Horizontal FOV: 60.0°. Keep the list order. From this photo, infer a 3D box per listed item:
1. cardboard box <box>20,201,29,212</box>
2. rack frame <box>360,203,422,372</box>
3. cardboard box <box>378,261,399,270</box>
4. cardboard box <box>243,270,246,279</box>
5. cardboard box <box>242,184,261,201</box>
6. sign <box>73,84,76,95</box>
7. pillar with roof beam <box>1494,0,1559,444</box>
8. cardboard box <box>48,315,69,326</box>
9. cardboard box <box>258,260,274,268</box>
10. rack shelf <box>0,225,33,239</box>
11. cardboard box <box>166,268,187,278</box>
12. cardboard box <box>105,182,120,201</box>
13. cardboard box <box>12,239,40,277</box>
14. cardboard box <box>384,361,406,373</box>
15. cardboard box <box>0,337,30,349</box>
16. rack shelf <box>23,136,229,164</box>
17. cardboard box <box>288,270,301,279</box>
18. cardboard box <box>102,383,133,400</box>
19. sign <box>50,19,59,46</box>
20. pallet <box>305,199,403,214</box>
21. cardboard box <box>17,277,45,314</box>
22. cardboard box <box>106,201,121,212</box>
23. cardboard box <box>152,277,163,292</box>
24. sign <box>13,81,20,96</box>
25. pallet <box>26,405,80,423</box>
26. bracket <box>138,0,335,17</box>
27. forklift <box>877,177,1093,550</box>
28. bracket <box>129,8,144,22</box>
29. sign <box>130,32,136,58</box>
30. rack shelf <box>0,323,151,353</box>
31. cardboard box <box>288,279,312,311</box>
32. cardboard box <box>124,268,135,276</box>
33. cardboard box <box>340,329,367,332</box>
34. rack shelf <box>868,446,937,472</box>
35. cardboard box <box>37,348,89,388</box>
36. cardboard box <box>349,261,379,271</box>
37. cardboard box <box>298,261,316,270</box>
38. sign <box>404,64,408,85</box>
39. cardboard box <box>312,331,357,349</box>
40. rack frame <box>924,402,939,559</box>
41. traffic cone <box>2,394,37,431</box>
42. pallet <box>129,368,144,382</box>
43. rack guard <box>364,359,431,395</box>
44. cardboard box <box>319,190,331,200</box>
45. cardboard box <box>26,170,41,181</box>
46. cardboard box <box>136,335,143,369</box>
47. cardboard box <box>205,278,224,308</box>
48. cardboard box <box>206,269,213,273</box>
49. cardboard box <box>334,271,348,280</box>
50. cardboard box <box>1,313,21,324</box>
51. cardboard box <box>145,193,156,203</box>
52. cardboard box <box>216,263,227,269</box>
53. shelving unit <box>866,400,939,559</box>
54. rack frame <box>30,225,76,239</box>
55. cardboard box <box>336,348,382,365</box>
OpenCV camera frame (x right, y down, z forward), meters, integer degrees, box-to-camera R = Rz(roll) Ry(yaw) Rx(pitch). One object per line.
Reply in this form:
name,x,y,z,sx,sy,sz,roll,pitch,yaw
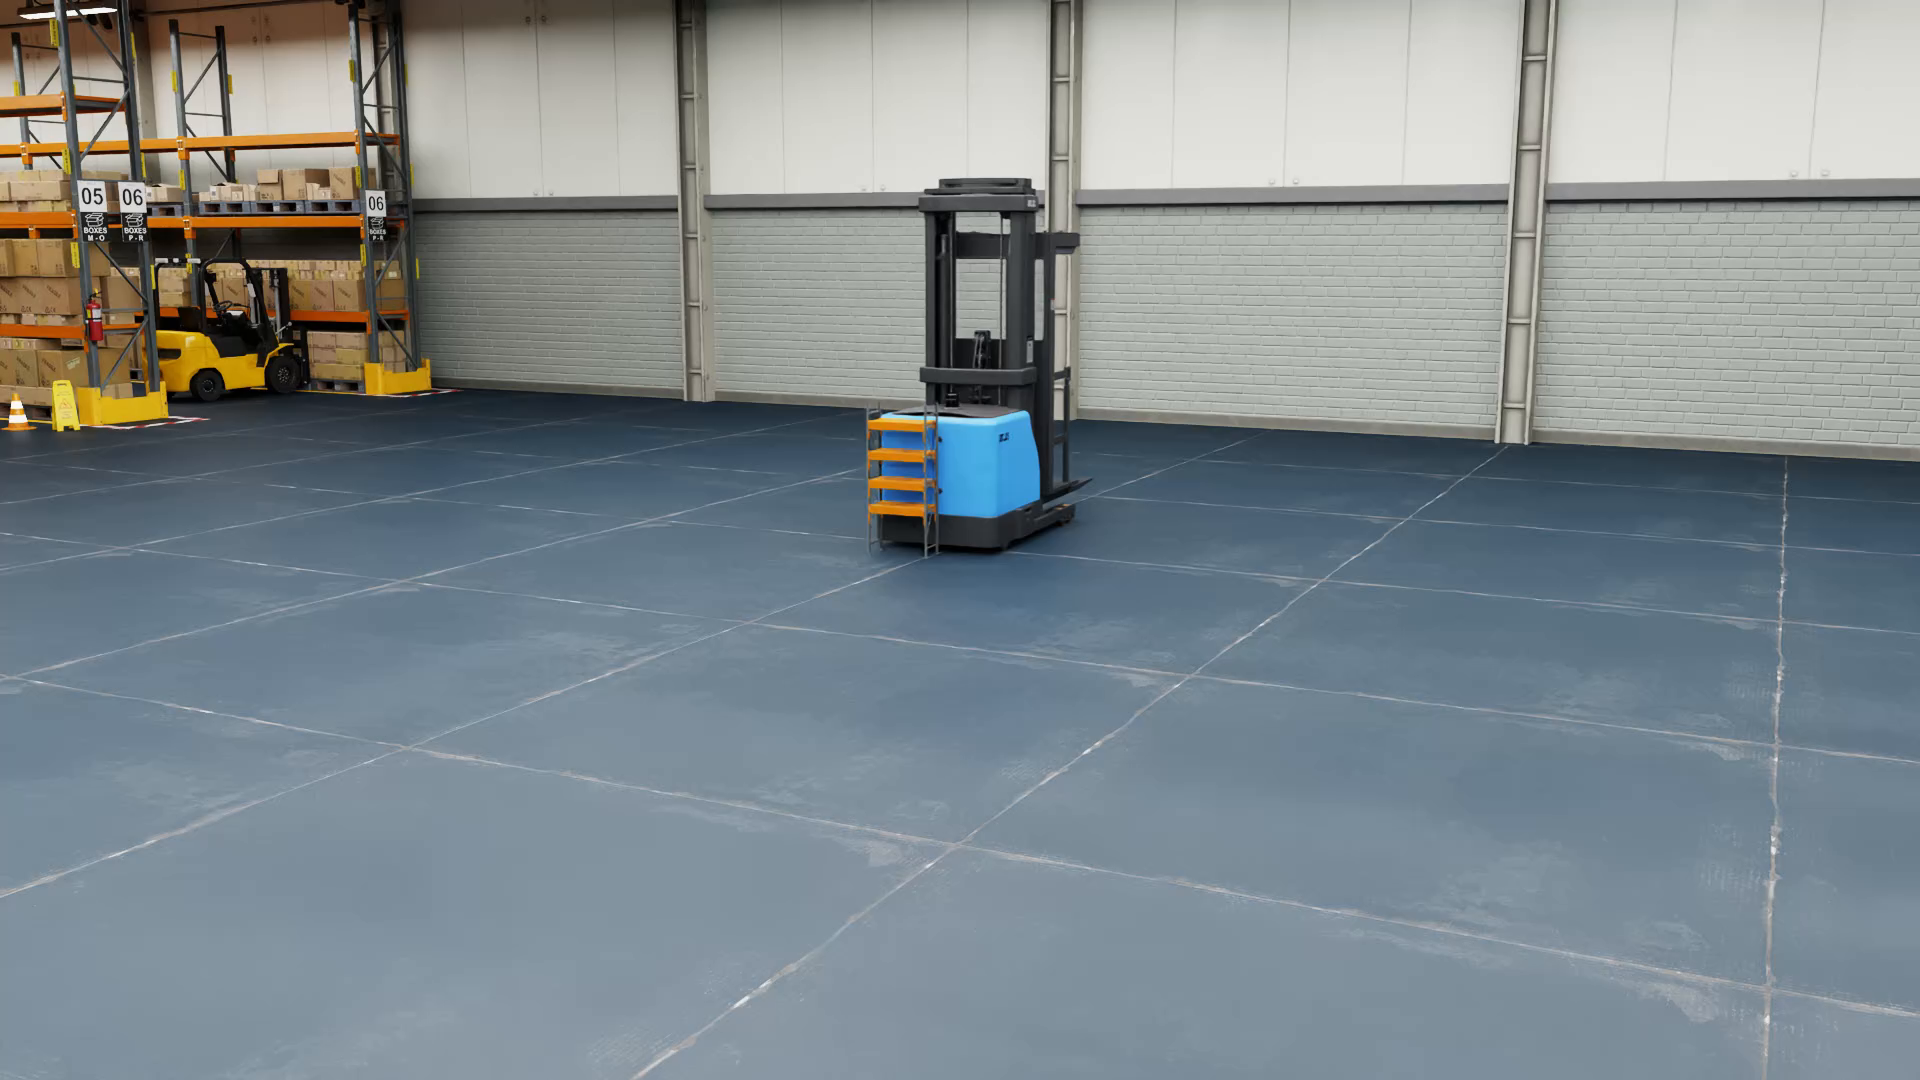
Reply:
cardboard box,-12.445,-4.505,22.484,0.250,0.149,0.380,5,11,26
rack frame,-9.150,-3.891,26.807,0.127,3.000,1.000,5,11,26
cardboard box,-9.357,-4.466,27.049,0.250,0.149,0.380,5,11,25
cardboard box,-11.666,-4.419,27.623,0.250,0.149,0.380,5,11,25
cardboard box,-11.541,-5.707,27.333,0.258,0.266,0.396,5,11,24
sign,-16.082,-8.100,30.150,0.005,0.325,0.100,5,11,26
pillar with roof beam,4.862,-4.936,15.736,0.400,9.000,9.100,5,11,26
cardboard box,-12.049,-2.972,22.434,0.250,0.149,0.380,5,11,25
cardboard box,-11.392,-4.560,27.564,0.250,0.149,0.380,5,11,26
rack shelf,-18.118,-5.801,30.958,4.000,0.370,1.077,5,11,26
cardboard box,-13.381,-4.584,28.532,0.250,0.149,0.380,5,11,25
cardboard box,-11.676,-4.729,22.599,0.500,0.250,0.500,5,11,25
cardboard box,-12.348,-3.832,22.558,0.500,0.500,0.700,5,11,26
cardboard box,-9.504,-2.815,27.401,0.500,0.250,0.500,5,11,26
cardboard box,-12.995,-2.721,22.956,0.250,0.149,0.380,6,12,28
rack shelf,-14.531,-6.765,28.985,4.000,0.370,1.077,5,11,26
cardboard box,-10.746,-4.339,27.181,0.250,0.149,0.380,5,11,26
cardboard box,-11.944,-2.059,23.228,0.500,0.250,0.500,5,11,25
sign,-11.607,-6.501,21.313,0.005,0.325,0.100,5,11,26
pallet,-9.773,-5.384,26.879,1.213,0.211,1.003,5,11,26
cardboard box,-12.399,-3.333,22.606,0.500,0.500,0.500,5,11,26
cardboard box,-11.497,-4.529,22.612,0.250,0.149,0.380,5,11,26
cardboard box,-13.755,-4.416,28.724,0.500,0.250,0.500,5,11,24
sign,-16.556,-7.885,29.183,0.005,0.325,0.100,5,11,26
pallet,-12.124,-1.802,23.092,1.213,0.211,1.003,5,11,26
bracket,-12.215,-8.992,28.040,4.783,0.066,0.076,5,11,26
forklift,0.367,-1.588,14.275,1.130,2.935,3.031,4,11,22
bracket,-14.541,-9.197,29.170,0.430,0.232,0.235,5,11,26
sign,-11.103,-6.635,22.280,0.005,0.325,0.100,5,11,26
rack shelf,-13.137,-2.902,23.361,4.000,0.370,1.077,5,11,26
cardboard box,-10.628,-4.020,27.238,0.500,0.500,0.500,5,11,25
cardboard box,-14.301,-4.662,28.965,0.250,0.149,0.380,5,11,26
cardboard box,-9.947,-3.344,27.517,0.500,0.250,0.500,5,11,26
rack shelf,-0.448,-0.630,12.961,0.480,0.148,0.258,4,11,22
cardboard box,-12.177,-2.342,22.685,0.500,0.500,0.500,5,11,26
cardboard box,-9.565,-4.400,26.684,0.250,0.149,0.380,5,11,26
cardboard box,-10.519,-4.466,27.044,0.250,0.149,0.380,5,12,27
sign,-8.899,-7.469,26.663,0.005,0.325,0.100,5,11,26
cardboard box,-10.162,-3.263,27.068,0.500,0.250,0.500,5,12,27
rack frame,-0.222,-0.459,12.897,0.015,1.200,0.240,4,11,22
traffic cone,-12.299,-1.678,21.700,0.334,0.463,0.336,5,11,26
pallet,-14.513,-2.982,29.614,1.213,0.211,1.003,5,11,26
rack guard,-9.129,-2.659,27.020,0.348,0.500,1.175,5,11,26
cardboard box,-10.028,-5.516,26.609,0.250,0.149,0.380,5,11,24
cardboard box,-12.228,-4.866,22.238,0.250,0.149,0.380,5,11,25
cardboard box,-13.903,-3.346,29.285,0.625,0.625,0.875,5,11,25
cardboard box,-12.455,-4.179,28.117,0.500,0.500,0.500,5,11,24
cardboard box,-12.568,-4.508,28.112,0.250,0.149,0.380,5,11,25
cardboard box,-9.827,-4.258,26.730,0.250,0.149,0.380,5,12,27
cardboard box,-12.951,-3.059,22.917,0.250,0.149,0.380,5,11,25
cardboard box,-13.858,-5.853,28.469,0.250,0.149,0.380,5,11,26
cardboard box,-12.300,-4.645,28.037,0.250,0.149,0.380,5,11,27
shelving unit,-0.448,-0.476,12.990,0.503,1.200,0.258,4,11,22
rack frame,-16.324,-4.522,30.291,0.127,3.000,1.000,5,11,26
cardboard box,-9.725,-2.979,26.906,0.500,0.250,0.500,5,11,25
